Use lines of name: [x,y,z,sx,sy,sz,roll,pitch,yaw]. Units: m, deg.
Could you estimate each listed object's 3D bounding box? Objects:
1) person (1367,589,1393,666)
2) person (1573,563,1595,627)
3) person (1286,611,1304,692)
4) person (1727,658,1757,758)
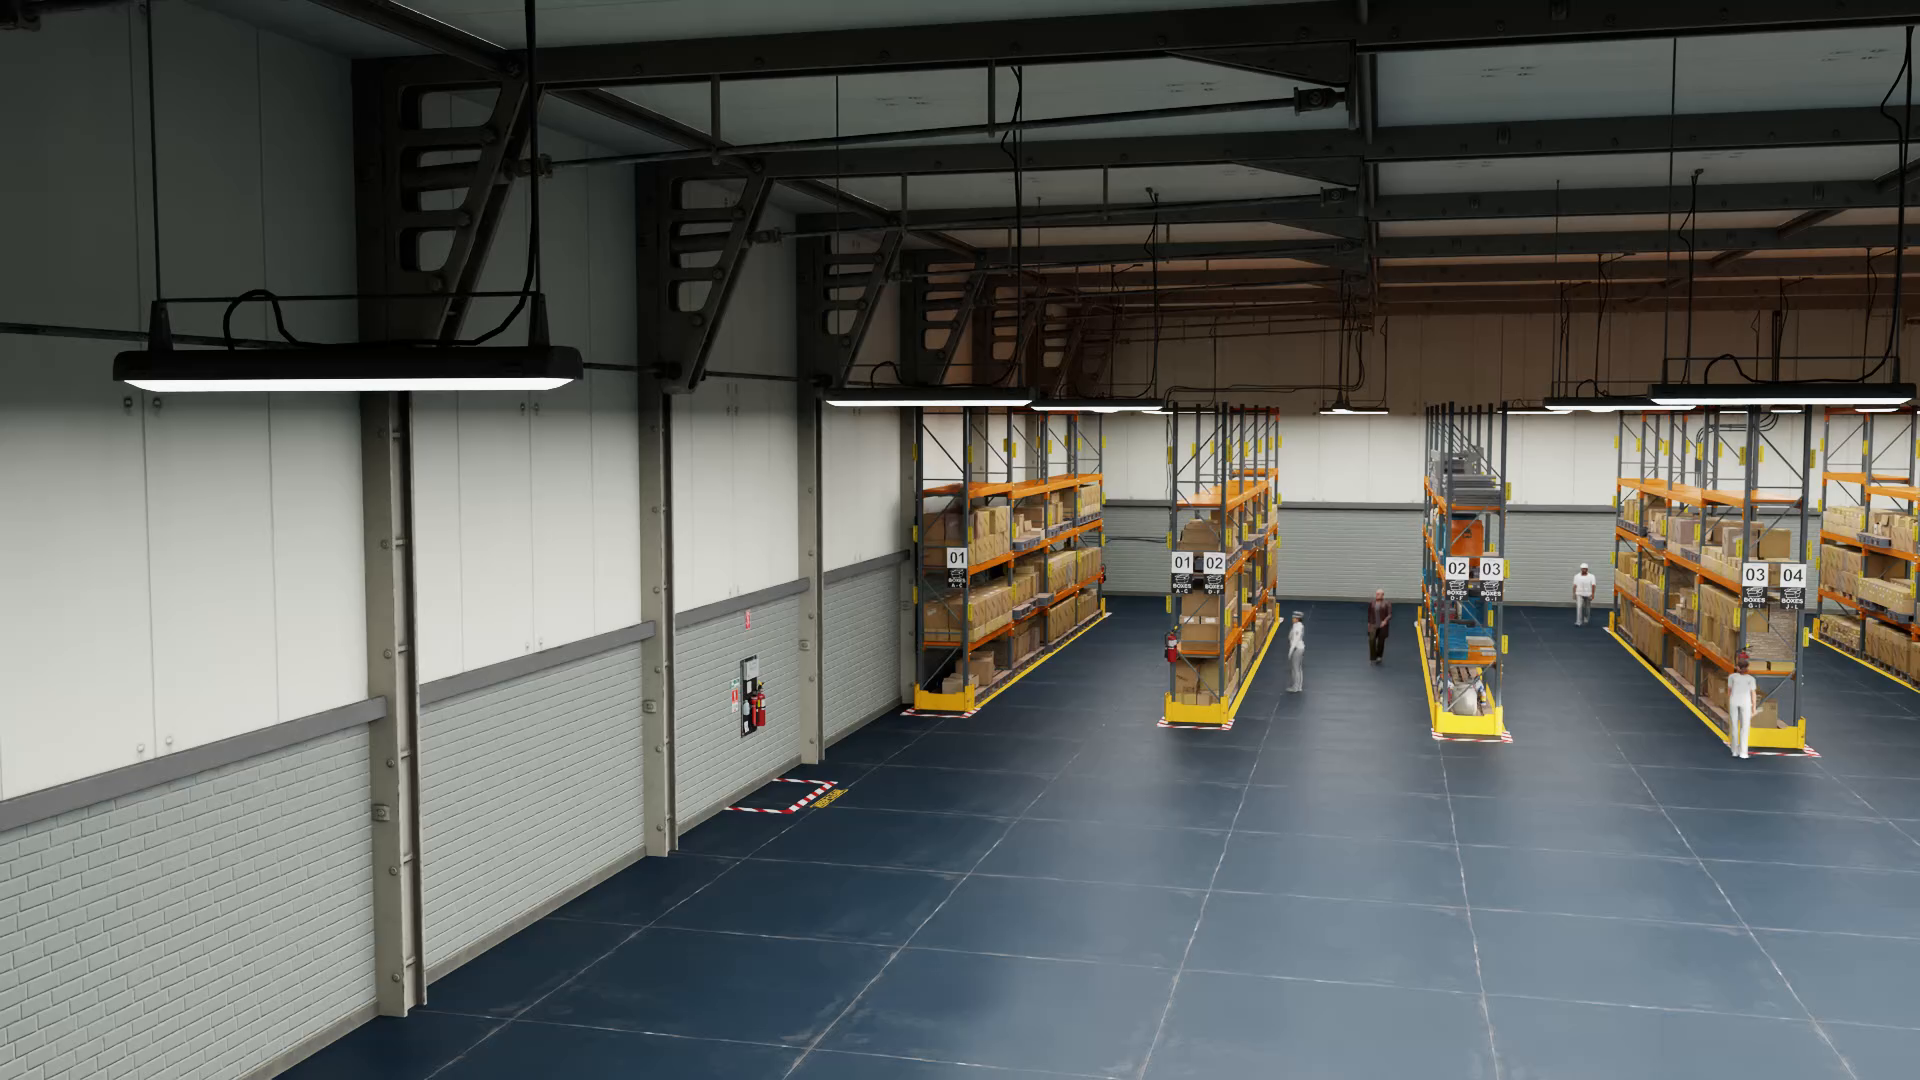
person: [9.738,2.045,38.591,0.596,1.814,0.935,1,4,19]
person: [17.081,1.503,45.523,0.565,1.733,1.047,1,4,17]
person: [6.979,2.324,34.618,0.367,1.689,0.494,1,4,19]
person: [13.135,2.812,27.937,0.452,1.684,0.384,3,5,38]
